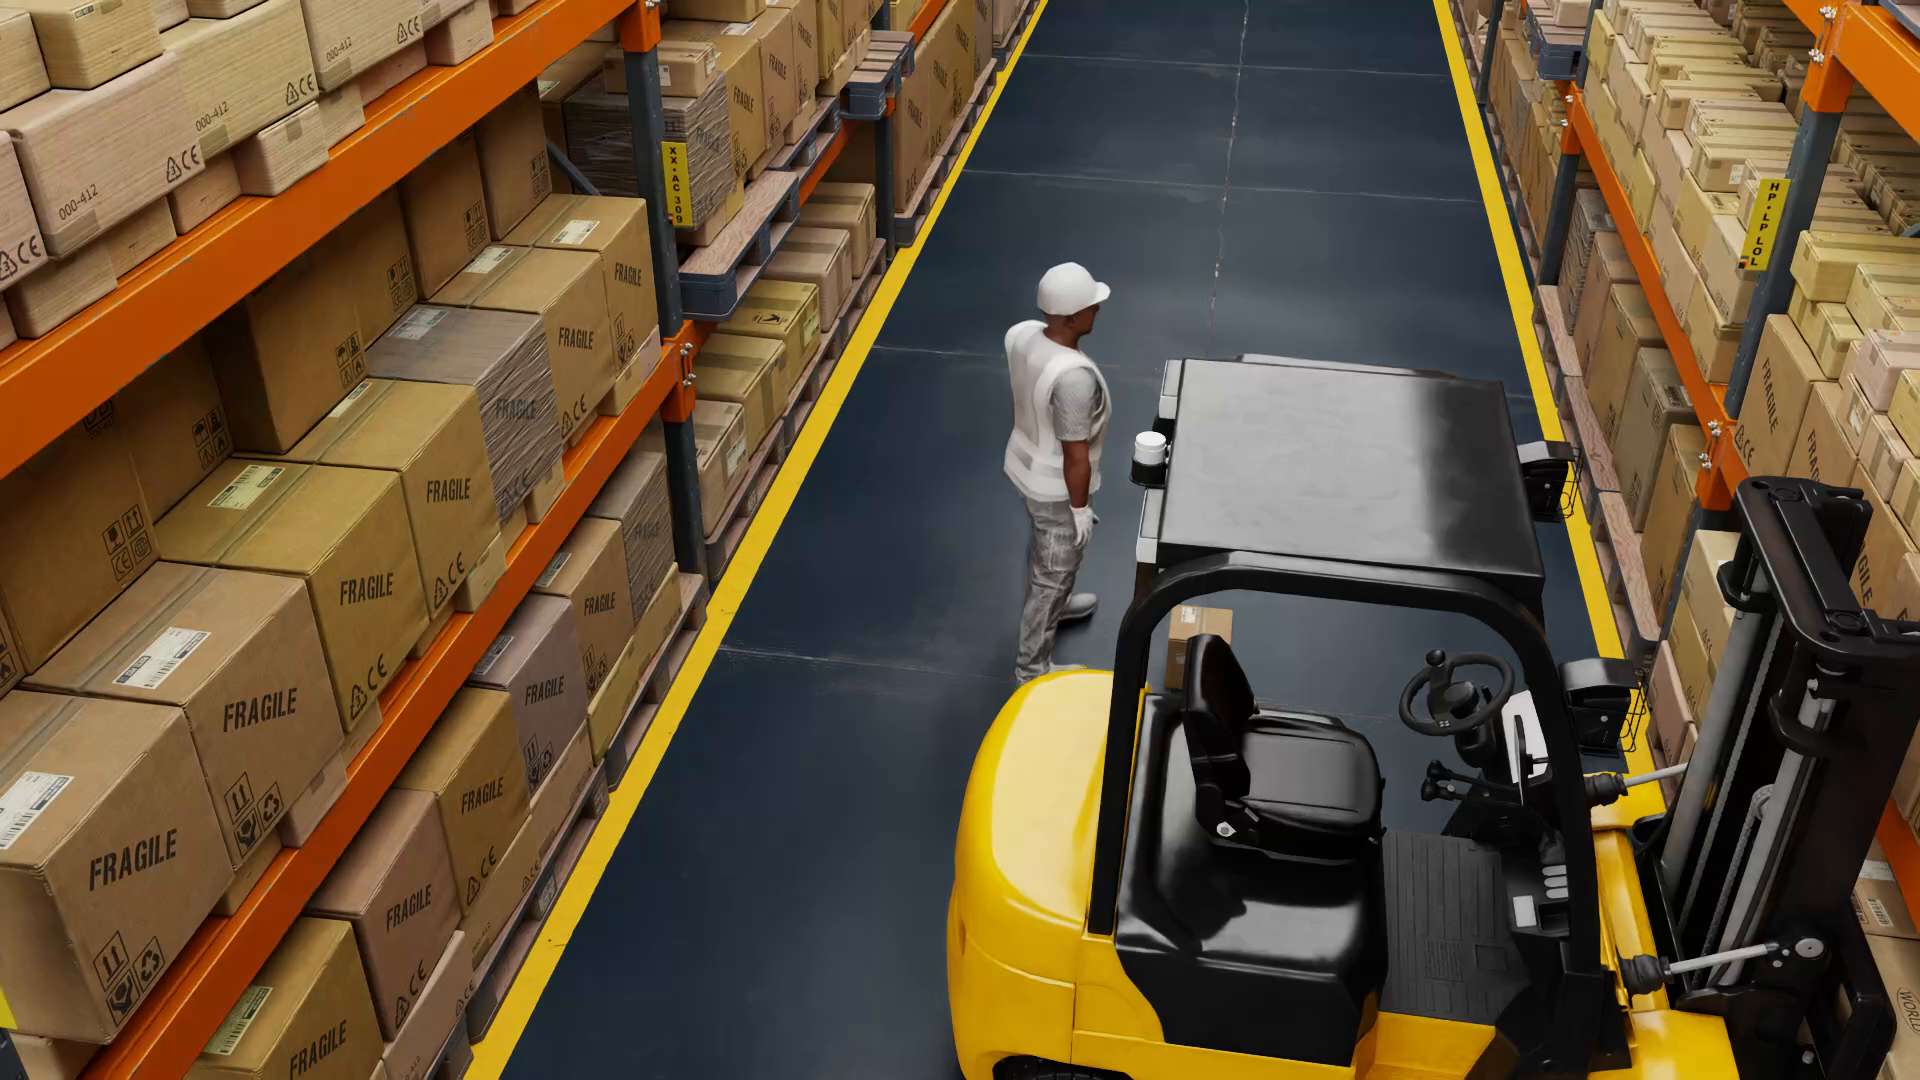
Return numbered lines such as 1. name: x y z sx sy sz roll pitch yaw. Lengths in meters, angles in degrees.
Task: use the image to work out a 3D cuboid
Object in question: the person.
1. person: 0.434 -0.268 6.518 0.579 1.778 0.663 -12 34 -18
